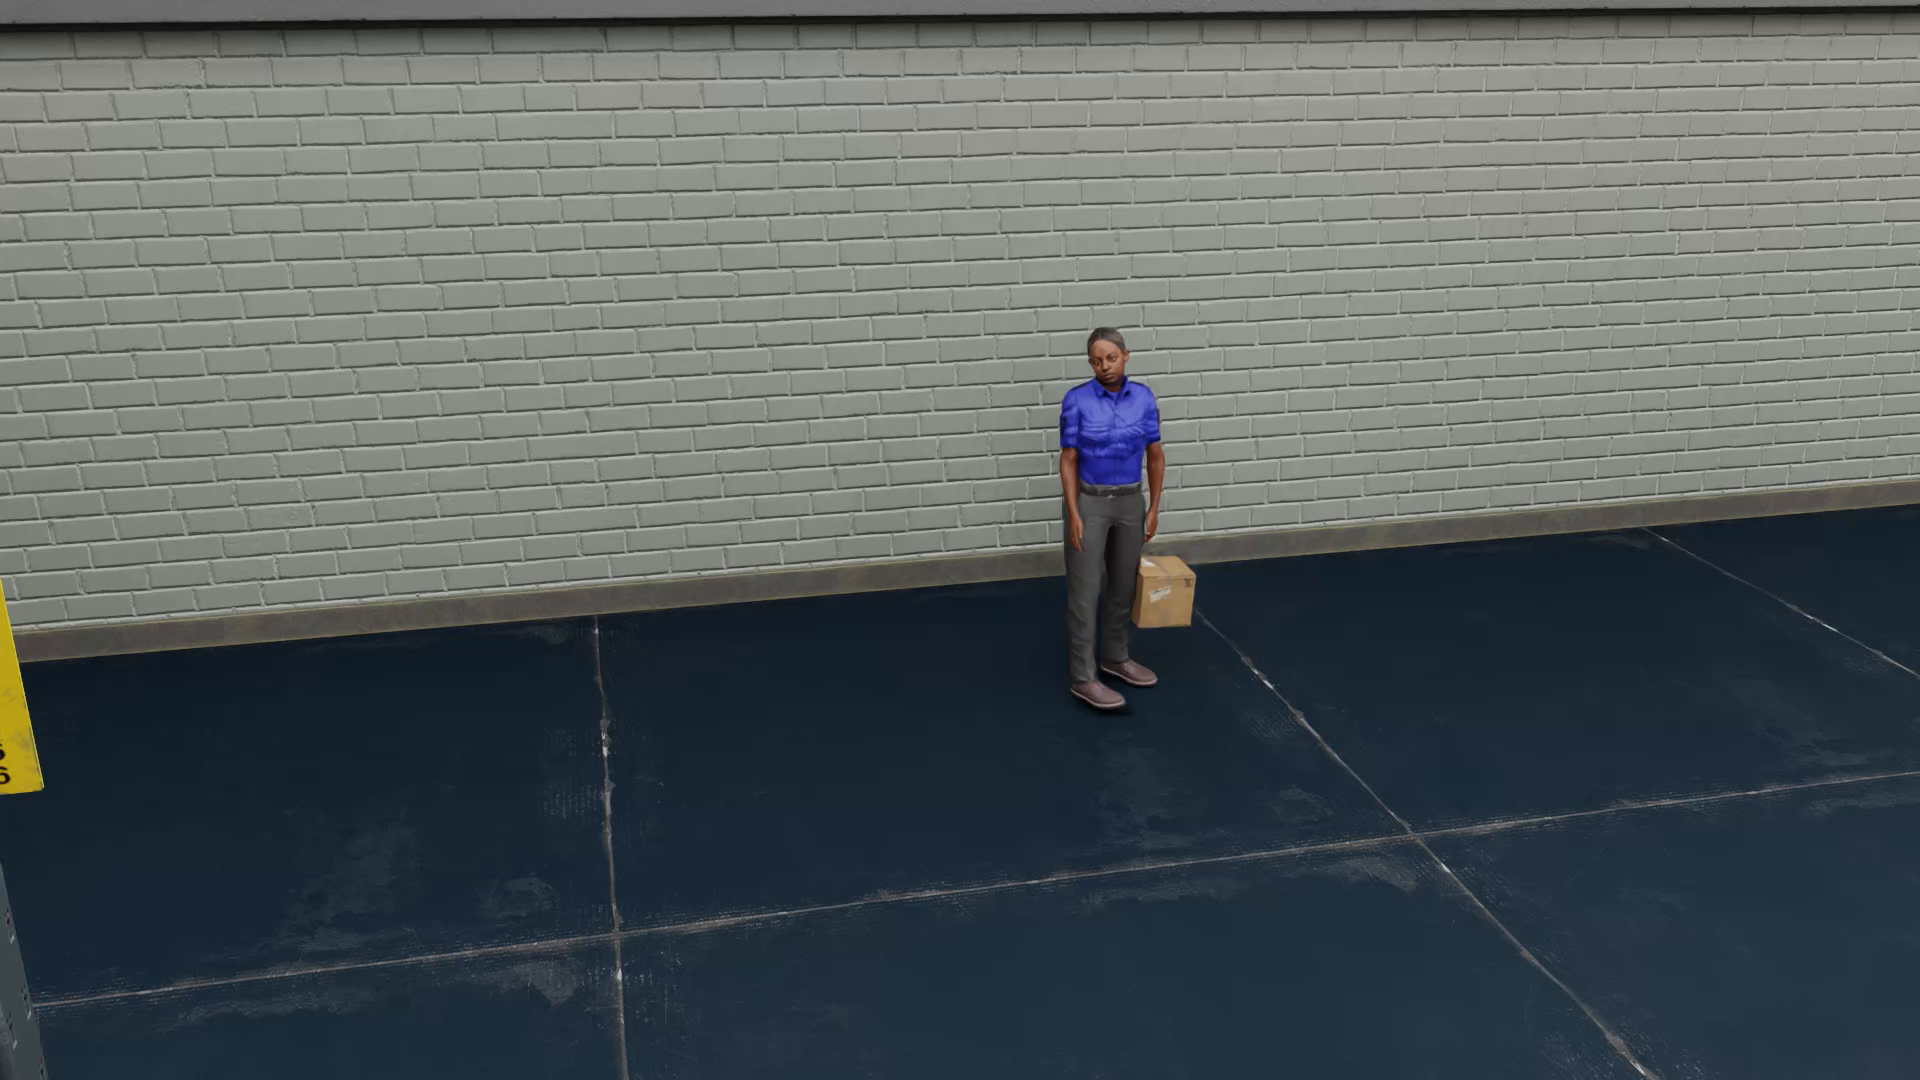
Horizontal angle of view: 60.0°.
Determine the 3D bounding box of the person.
[{"bbox_3d":[0.690,-0.090,7.277,0.488,1.661,0.492,-7,21,-18],"label":"person"}]
